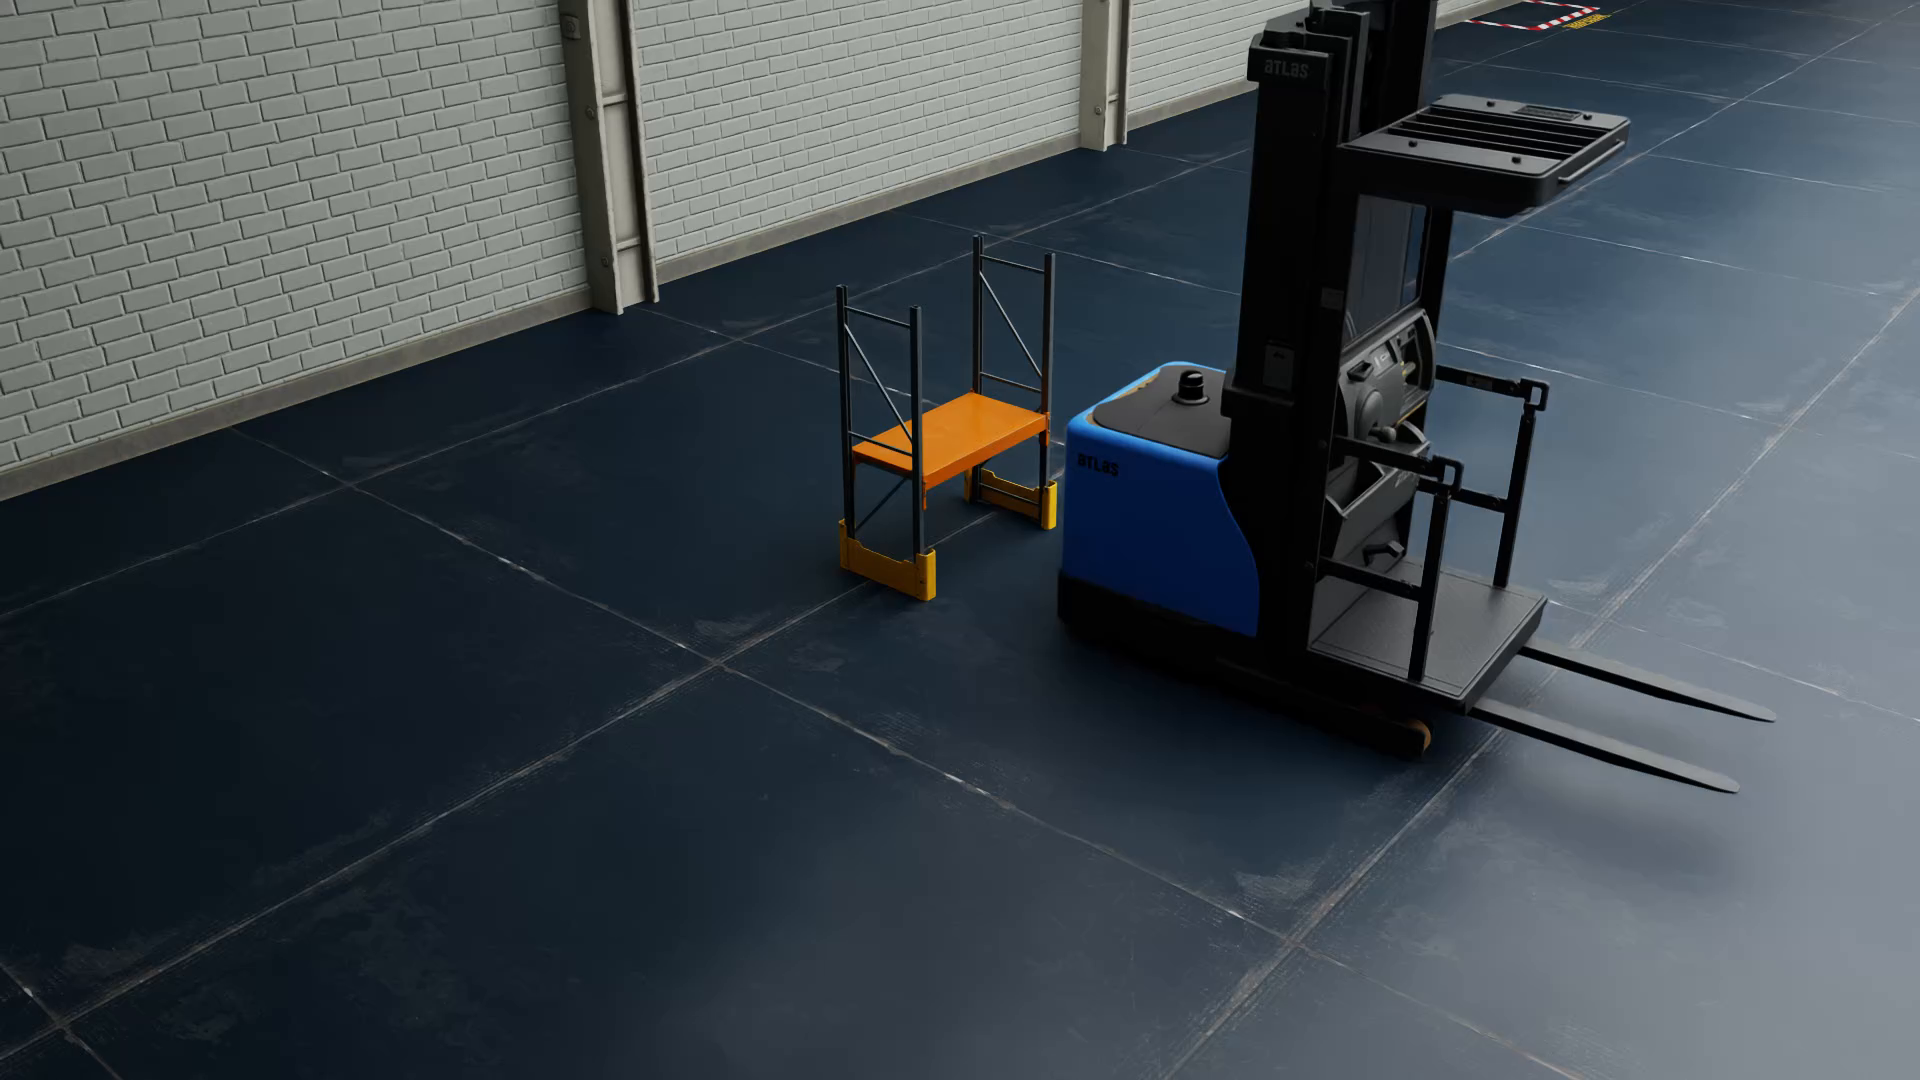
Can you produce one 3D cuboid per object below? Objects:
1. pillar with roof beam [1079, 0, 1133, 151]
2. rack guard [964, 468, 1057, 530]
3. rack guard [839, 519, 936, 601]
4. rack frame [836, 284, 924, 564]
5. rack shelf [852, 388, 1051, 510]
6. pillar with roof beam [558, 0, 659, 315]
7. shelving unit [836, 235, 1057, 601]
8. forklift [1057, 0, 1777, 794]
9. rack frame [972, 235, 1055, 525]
[{"bbox_3d":[4.706,-6.585,11.684,9.100,9.000,0.400,21,34,34],"label":"pillar with roof beam"},{"bbox_3d":[0.268,-0.261,8.982,0.587,0.250,0.087,21,34,34],"label":"rack guard"},{"bbox_3d":[-0.365,0.093,8.299,0.587,0.250,0.087,21,34,34],"label":"rack guard"},{"bbox_3d":[-0.378,-0.456,7.999,0.500,1.500,0.032,21,34,34],"label":"rack frame"},{"bbox_3d":[-0.054,-0.476,8.430,0.538,0.185,1.000,21,34,34],"label":"rack shelf"},{"bbox_3d":[0.890,-4.457,7.572,9.100,9.000,0.400,21,34,34],"label":"pillar with roof beam"},{"bbox_3d":[-0.048,-0.639,8.353,0.587,1.500,1.083,21,34,34],"label":"shelving unit"},{"bbox_3d":[1.955,-0.664,6.844,3.031,2.935,1.130,18,33,31],"label":"forklift"},{"bbox_3d":[0.269,-0.816,8.695,0.500,1.500,0.032,21,34,34],"label":"rack frame"}]
